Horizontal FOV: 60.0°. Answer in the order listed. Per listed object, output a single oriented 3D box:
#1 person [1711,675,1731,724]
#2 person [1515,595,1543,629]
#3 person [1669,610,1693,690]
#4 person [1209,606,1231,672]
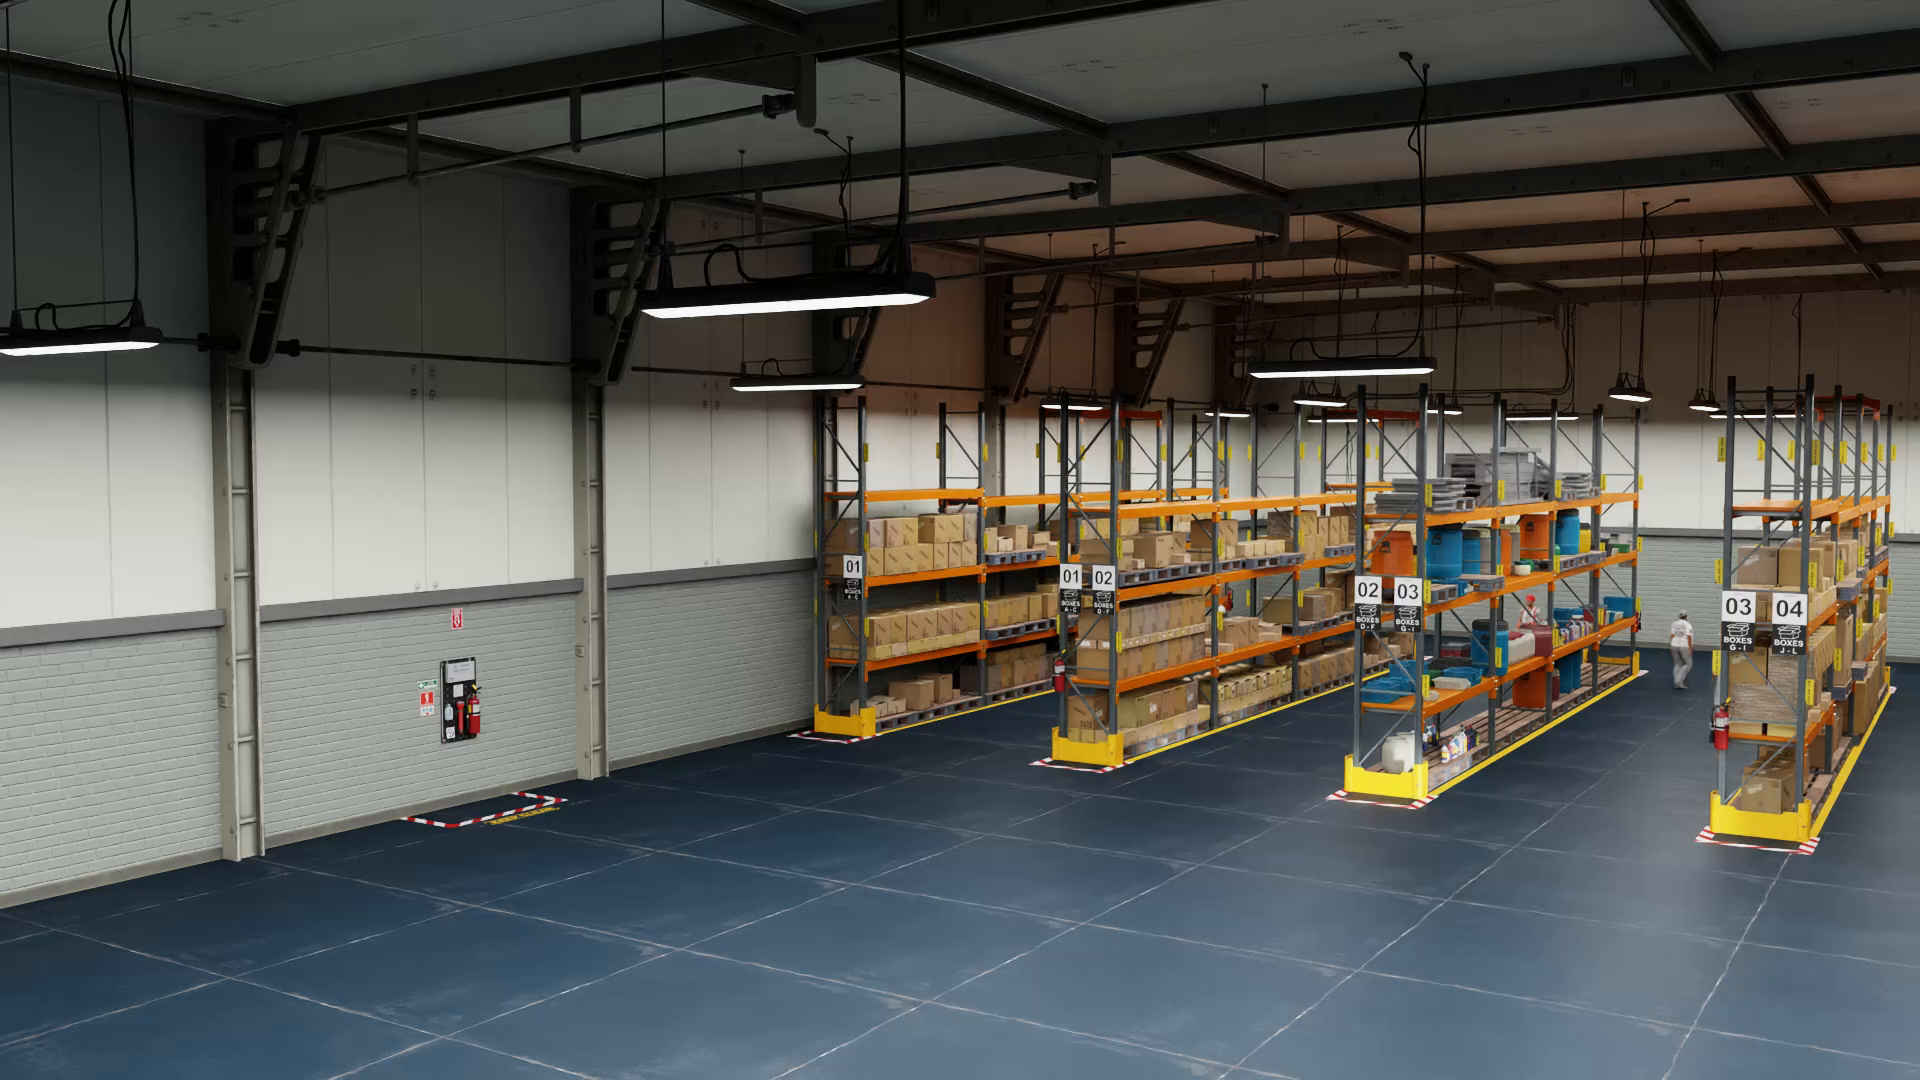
[{"bbox_3d":[14.033,2.593,30.353,0.507,1.647,0.576,0,3,9],"label":"person"},{"bbox_3d":[12.932,2.113,37.903,0.988,1.728,0.617,-3,4,-45],"label":"person"},{"bbox_3d":[15.326,2.328,35.353,0.454,1.689,0.527,-2,3,-27],"label":"person"},{"bbox_3d":[5.558,2.265,35.506,0.559,1.718,1.068,2,3,29],"label":"person"}]
